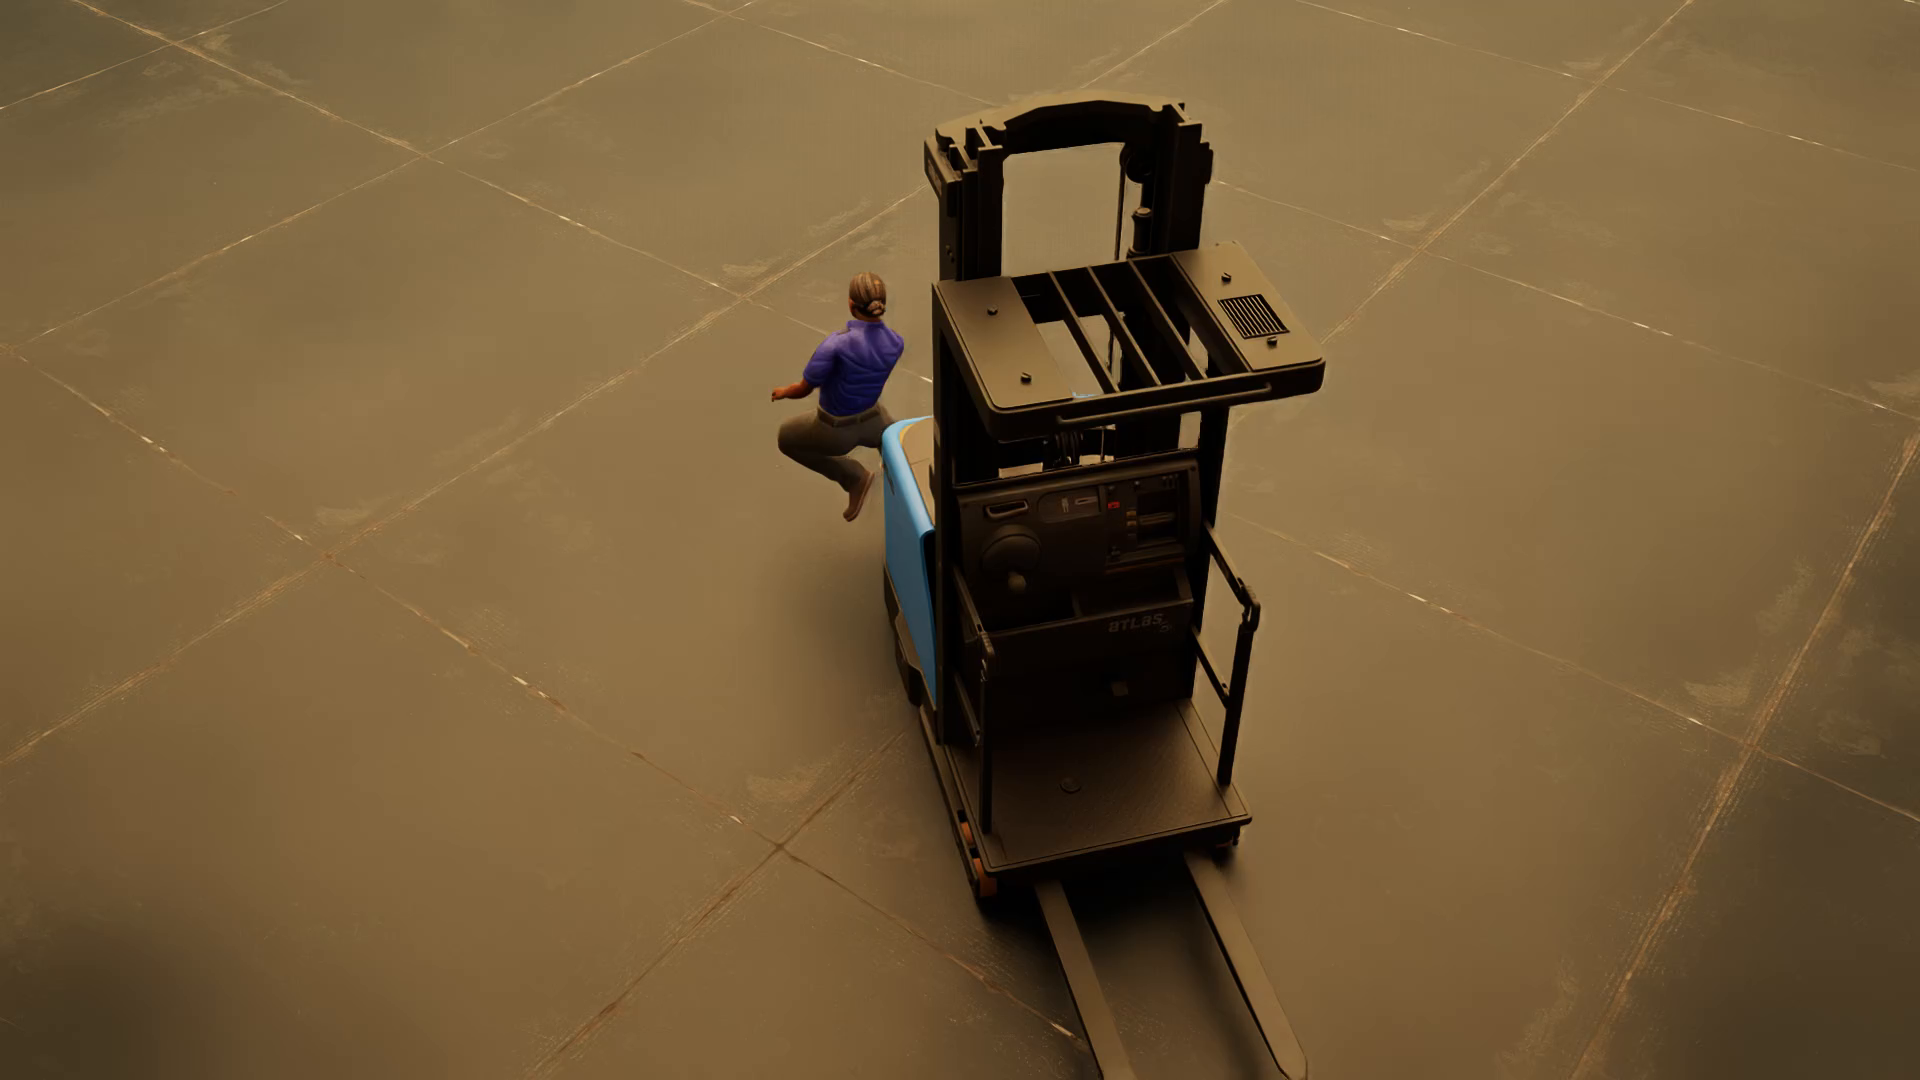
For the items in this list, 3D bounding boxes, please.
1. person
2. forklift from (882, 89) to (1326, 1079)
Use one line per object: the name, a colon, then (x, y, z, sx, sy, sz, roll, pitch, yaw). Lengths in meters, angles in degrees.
person: (-0.533, -0.711, 8.015, 0.755, 1.486, 0.696, -20, 44, -22)
forklift: (0.508, 0.032, 6.037, 1.130, 2.935, 3.031, -10, 41, -11)
